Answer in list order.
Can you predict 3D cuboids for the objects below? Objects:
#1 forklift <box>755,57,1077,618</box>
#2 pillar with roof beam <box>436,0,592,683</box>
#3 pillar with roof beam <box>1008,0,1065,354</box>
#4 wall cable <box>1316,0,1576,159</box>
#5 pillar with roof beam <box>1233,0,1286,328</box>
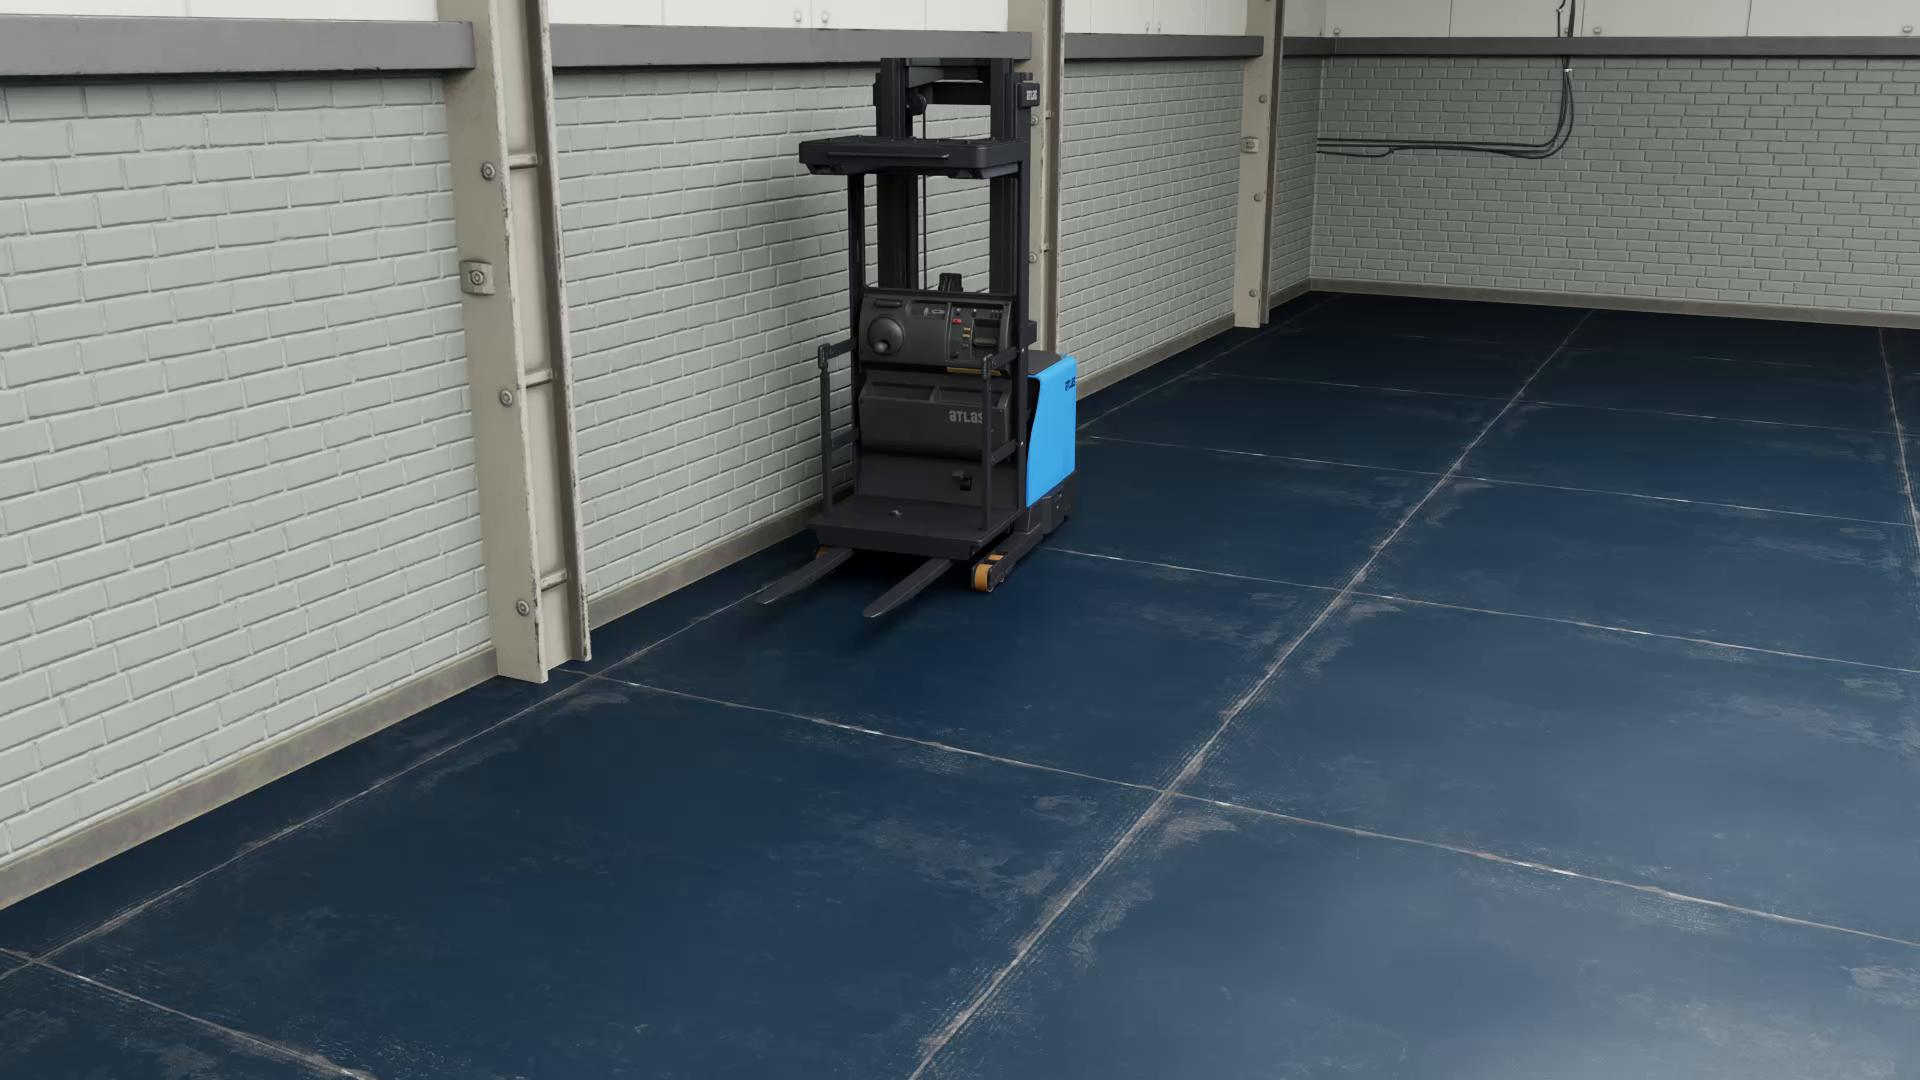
[{"bbox_3d":[-0.222,-1.237,9.541,1.130,2.935,3.031,6,18,20],"label":"forklift"},{"bbox_3d":[1.748,-3.132,5.264,9.100,9.000,0.400,8,18,25],"label":"pillar with roof beam"},{"bbox_3d":[4.429,-4.660,10.410,9.100,9.000,0.400,8,18,25],"label":"pillar with roof beam"},{"bbox_3d":[5.759,-5.830,19.801,3.097,2.526,0.112,8,18,25],"label":"wall cable"},{"bbox_3d":[7.111,-6.189,15.555,9.100,9.000,0.400,8,18,25],"label":"pillar with roof beam"}]
